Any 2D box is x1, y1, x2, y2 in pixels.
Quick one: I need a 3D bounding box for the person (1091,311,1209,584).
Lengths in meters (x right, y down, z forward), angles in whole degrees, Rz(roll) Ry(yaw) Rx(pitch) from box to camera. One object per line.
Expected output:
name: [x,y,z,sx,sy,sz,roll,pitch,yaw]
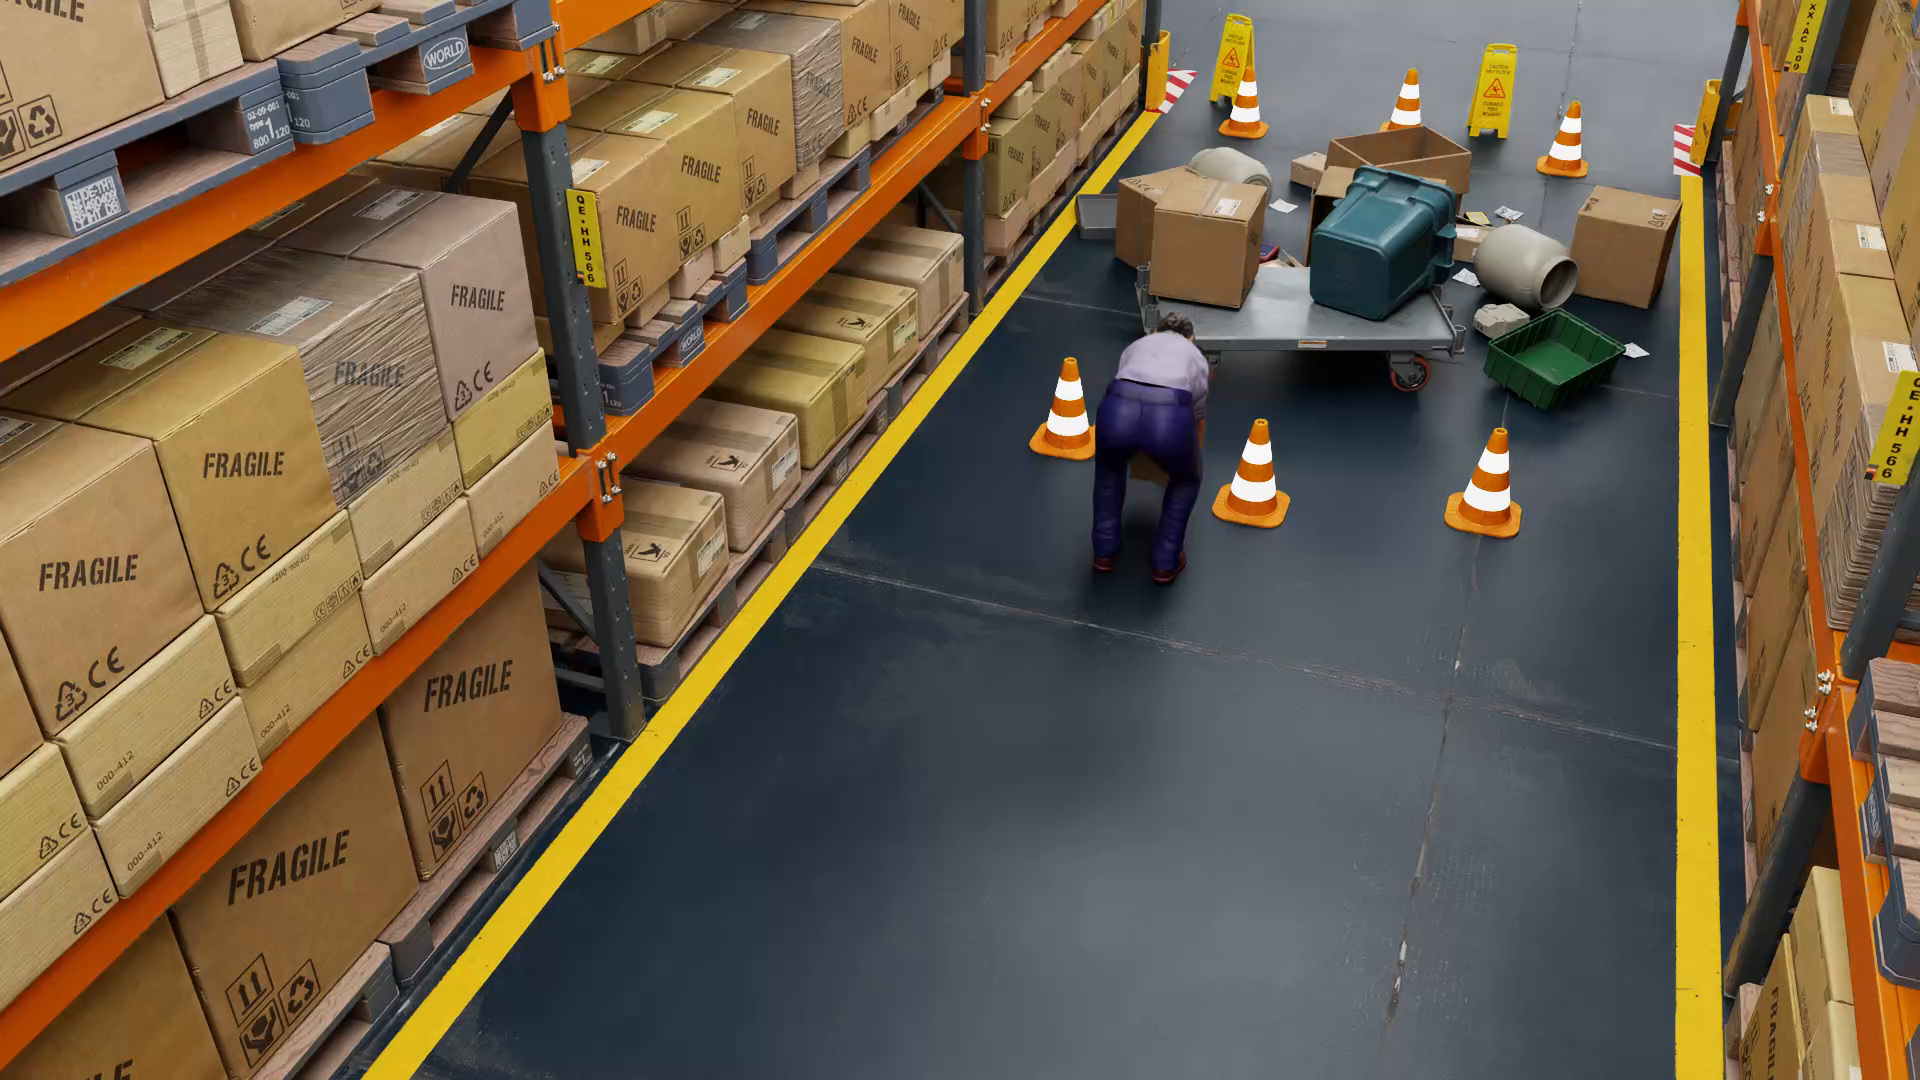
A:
person: [0.862,-0.416,7.371,0.483,1.004,0.910,10,35,15]
